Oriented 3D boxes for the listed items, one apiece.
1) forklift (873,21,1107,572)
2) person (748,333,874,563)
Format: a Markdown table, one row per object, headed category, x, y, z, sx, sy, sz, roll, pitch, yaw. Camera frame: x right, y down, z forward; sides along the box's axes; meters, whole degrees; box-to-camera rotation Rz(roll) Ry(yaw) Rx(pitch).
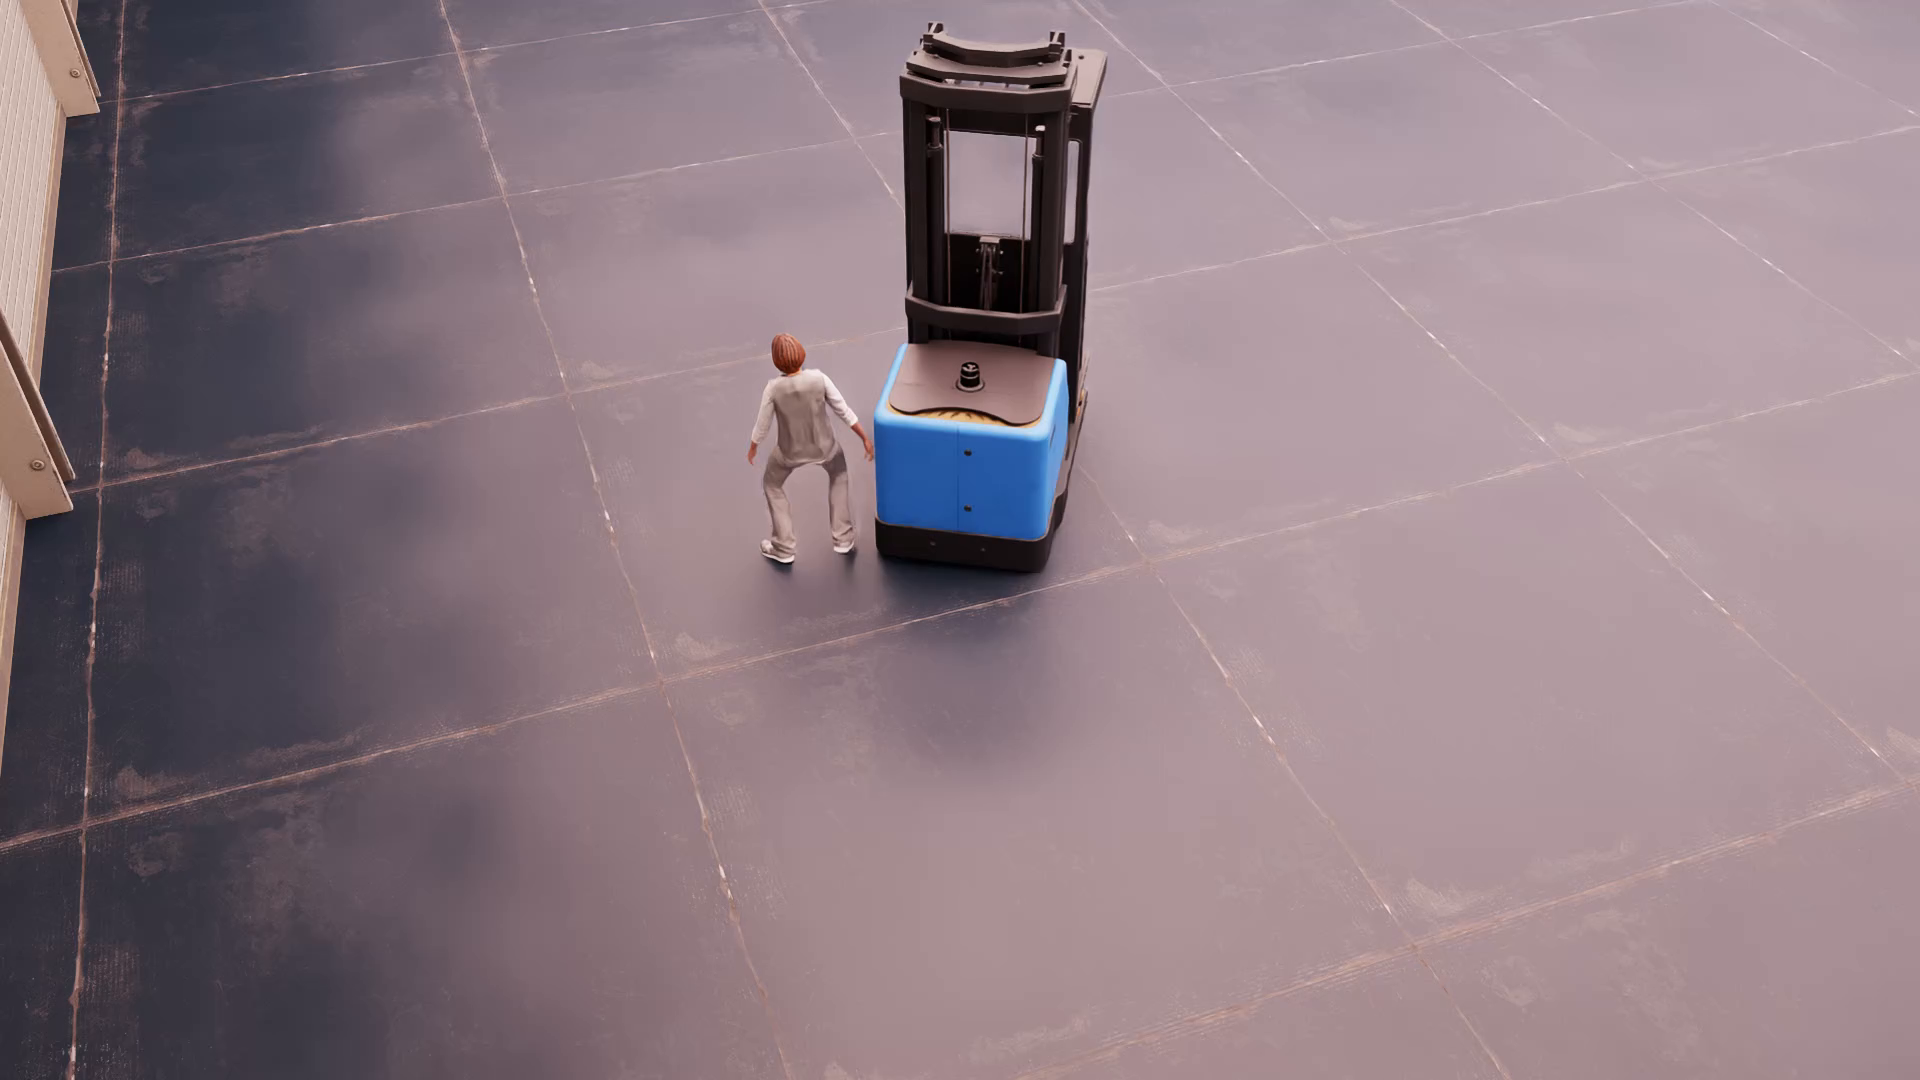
| category | x | y | z | sx | sy | sz | roll | pitch | yaw |
| --- | --- | --- | --- | --- | --- | --- | --- | --- | --- |
| forklift | 0.260 | -1.885 | 10.241 | 1.130 | 2.935 | 3.031 | 7 | 40 | 8 |
| person | -0.879 | -0.543 | 9.750 | 0.740 | 1.523 | 0.434 | -4 | 40 | -5 |
